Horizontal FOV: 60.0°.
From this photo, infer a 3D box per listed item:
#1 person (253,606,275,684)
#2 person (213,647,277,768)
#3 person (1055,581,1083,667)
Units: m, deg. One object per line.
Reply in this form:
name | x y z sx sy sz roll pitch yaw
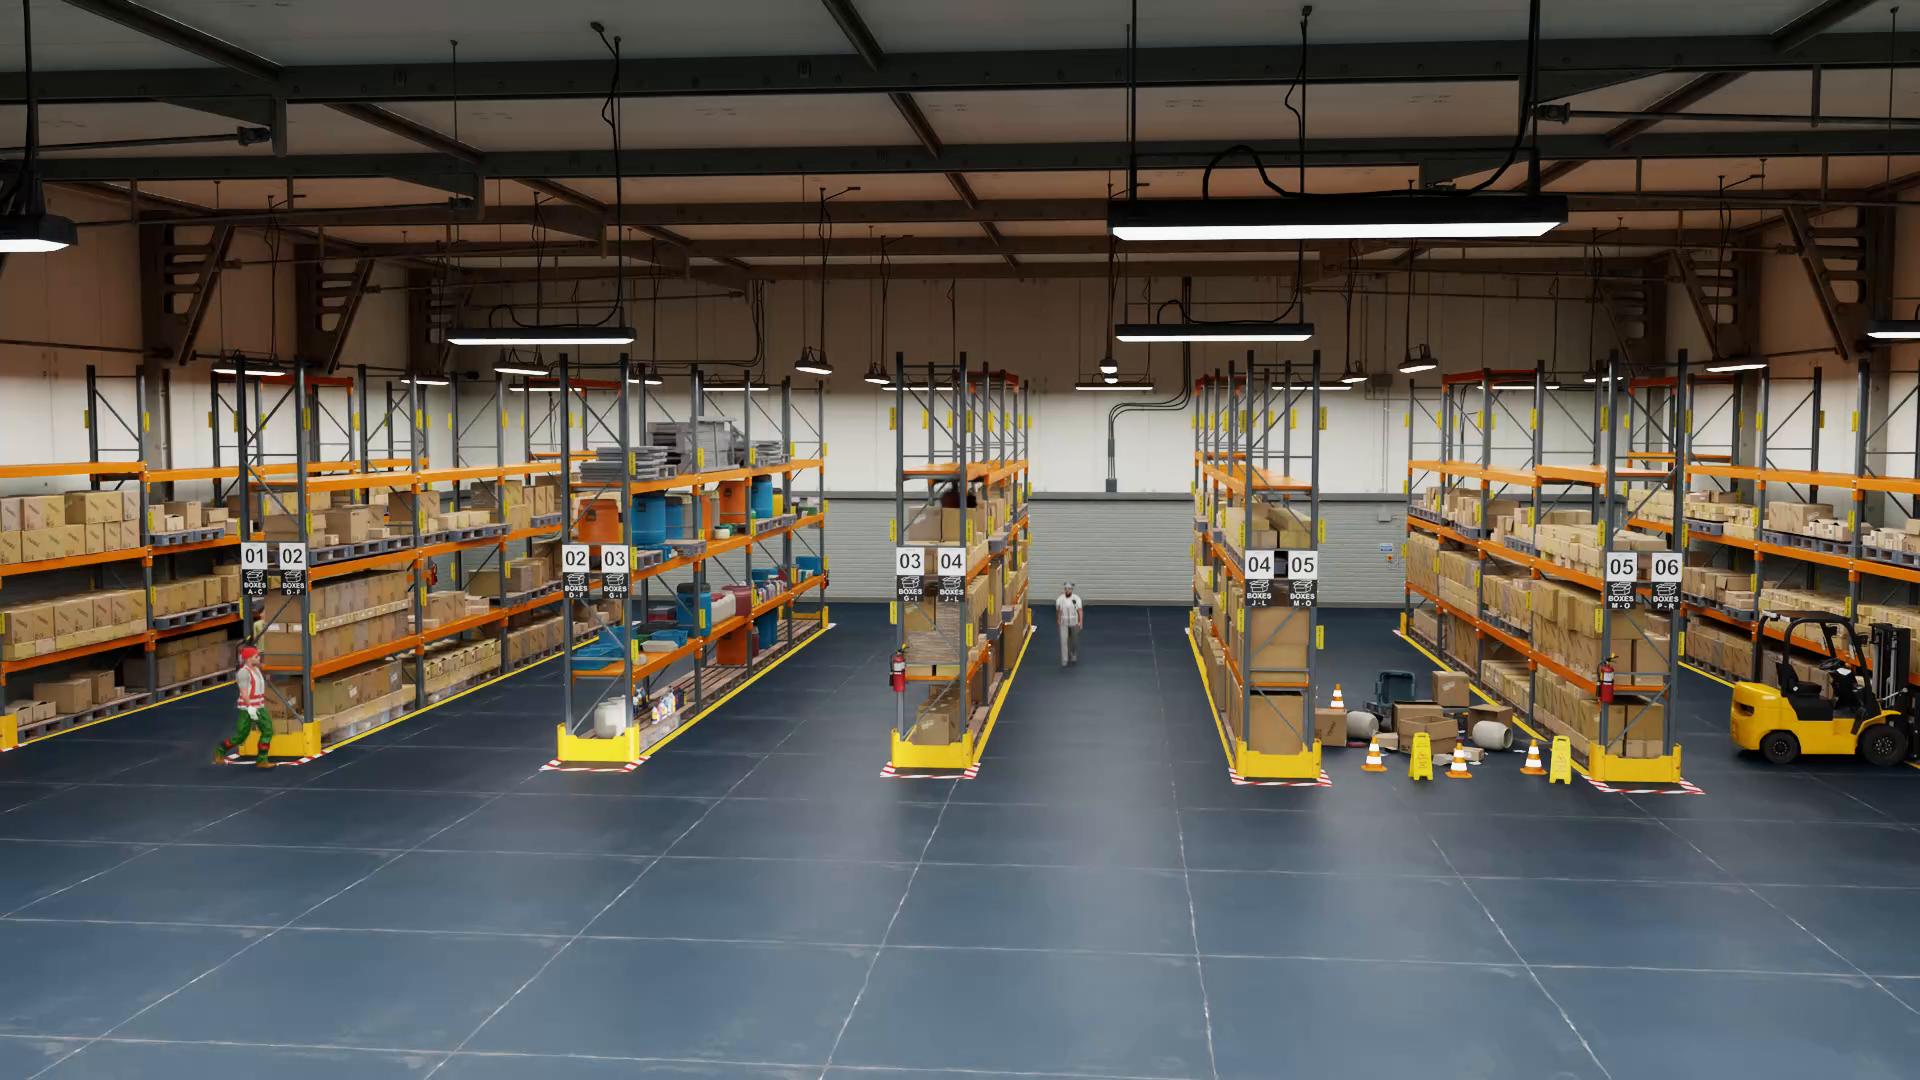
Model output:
person | -12.703 2.018 30.324 0.422 1.619 0.994 0 4 -3
person | -10.264 2.410 23.966 0.906 1.746 0.589 1 4 12
person | 2.241 1.707 34.153 0.563 1.728 1.034 0 4 3
